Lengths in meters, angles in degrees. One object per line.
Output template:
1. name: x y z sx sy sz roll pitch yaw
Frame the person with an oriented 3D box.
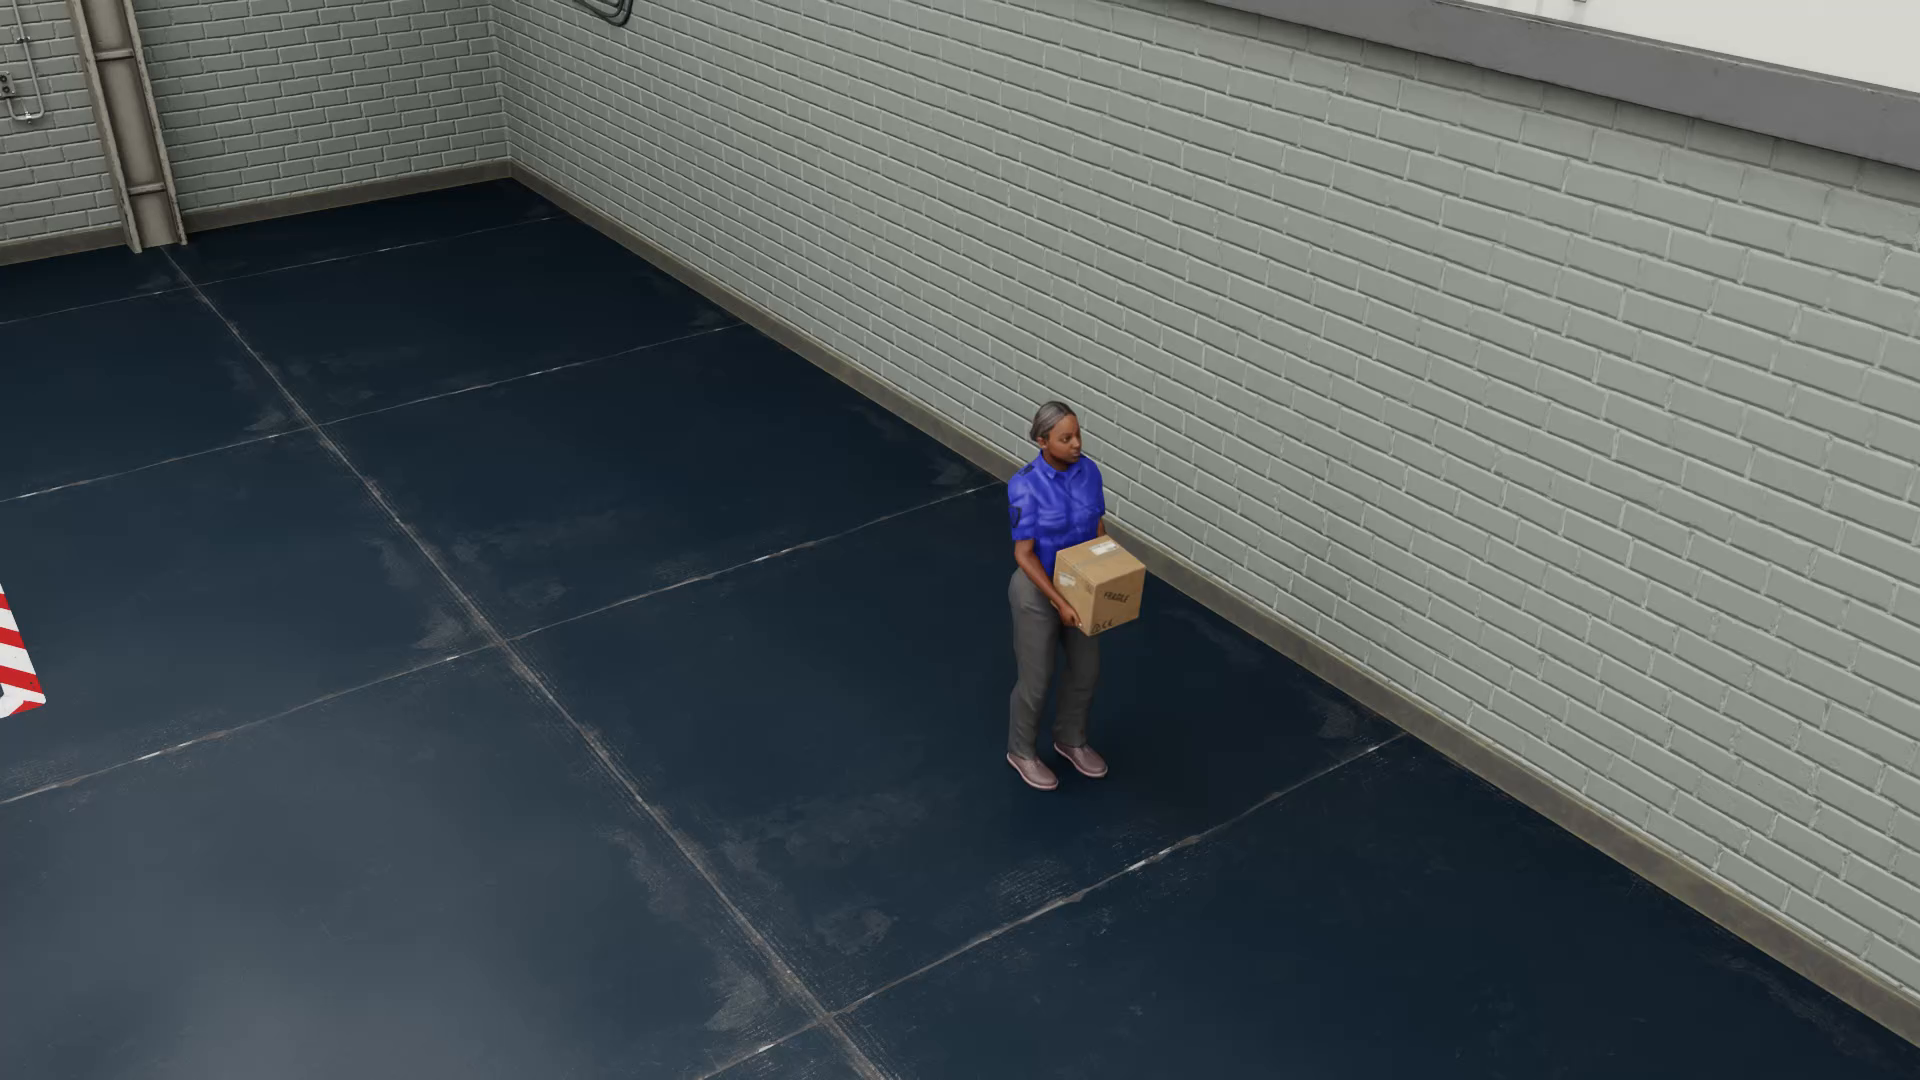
1. person: 0.433 0.252 6.681 0.450 1.645 0.516 -19 34 -30
